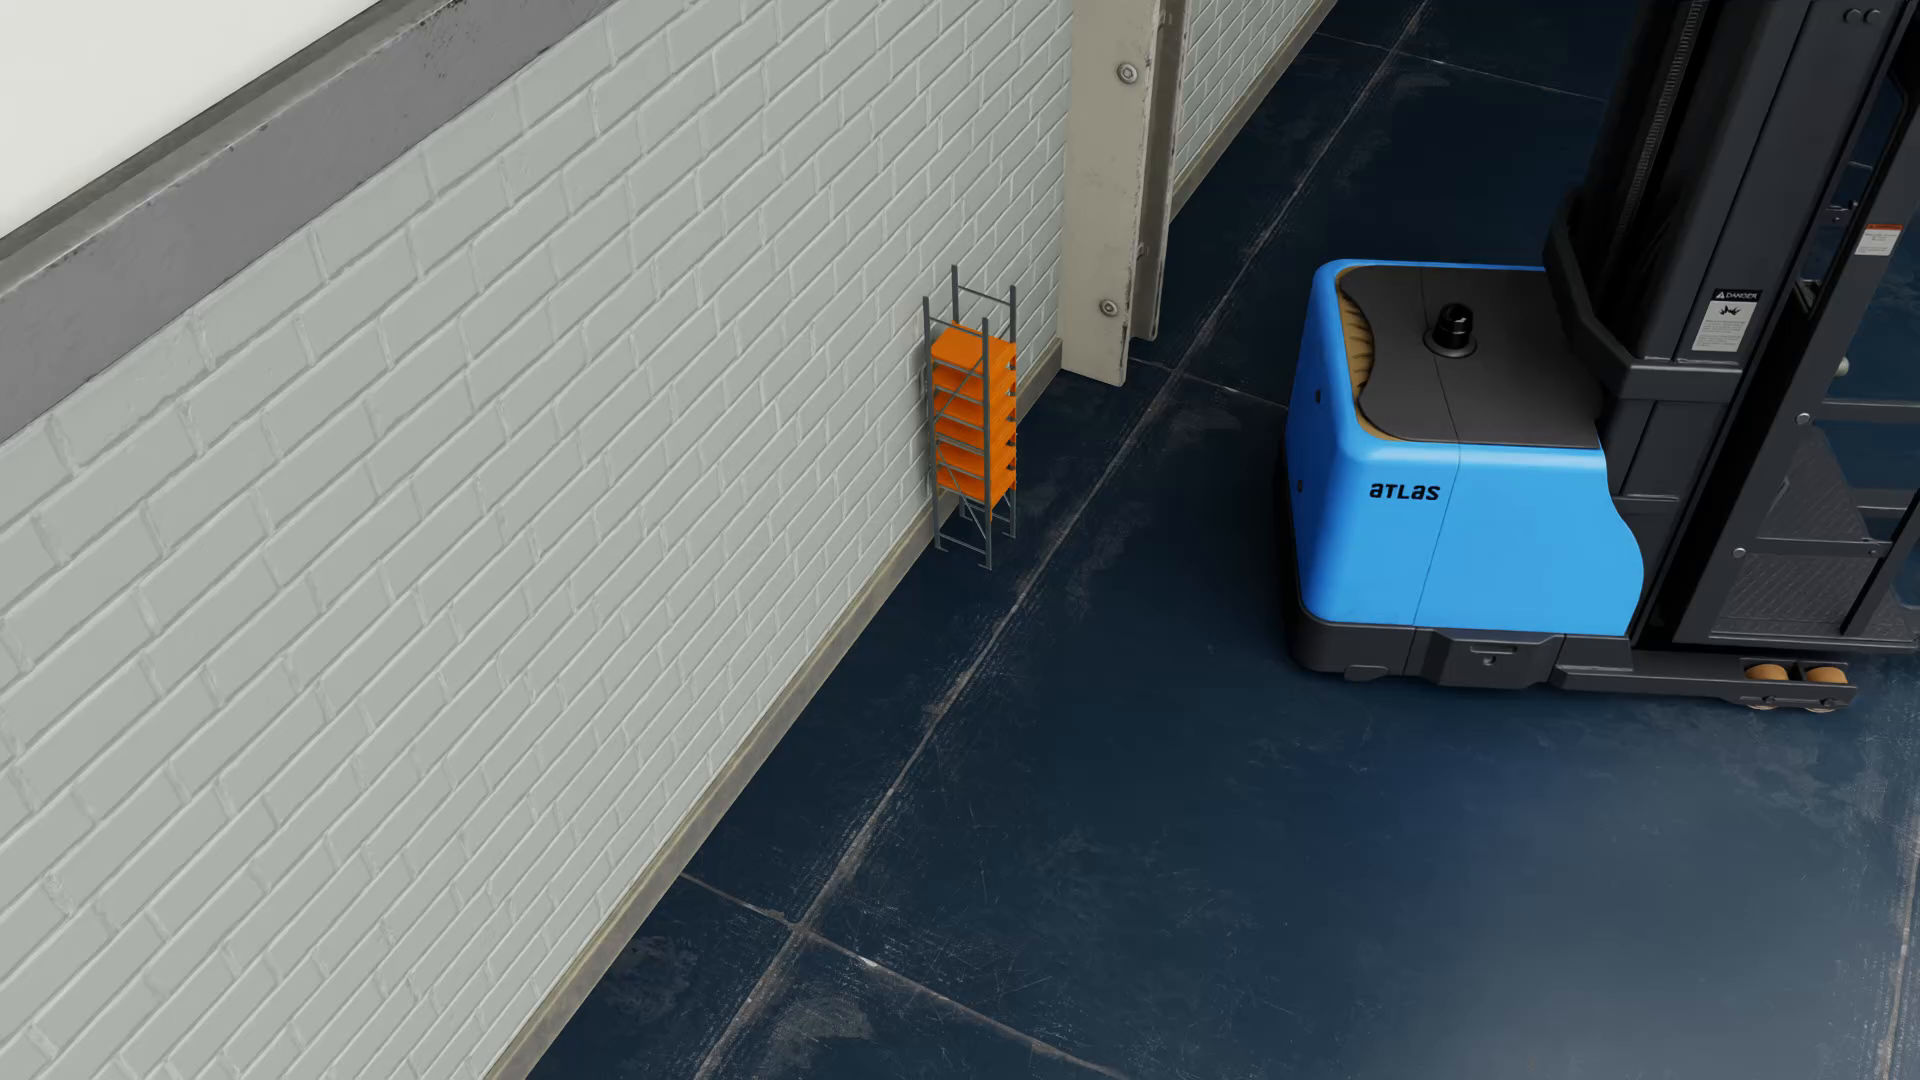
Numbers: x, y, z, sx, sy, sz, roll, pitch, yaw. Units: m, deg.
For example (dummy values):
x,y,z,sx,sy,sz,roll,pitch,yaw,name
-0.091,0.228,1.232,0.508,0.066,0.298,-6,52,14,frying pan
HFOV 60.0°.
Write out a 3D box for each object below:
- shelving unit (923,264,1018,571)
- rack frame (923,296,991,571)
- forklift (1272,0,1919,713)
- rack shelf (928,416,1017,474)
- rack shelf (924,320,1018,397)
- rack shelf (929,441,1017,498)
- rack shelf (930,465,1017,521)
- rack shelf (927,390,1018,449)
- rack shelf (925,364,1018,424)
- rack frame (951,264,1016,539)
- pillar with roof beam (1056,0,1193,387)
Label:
x,y,z,sx,sy,sz,roll,pitch,yaw,name
0.044,-0.395,5.791,0.258,1.200,0.189,22,52,21,shelving unit
-0.002,-0.336,5.739,0.240,1.200,0.006,22,52,21,rack frame
2.681,-0.836,5.015,3.031,2.935,1.130,3,45,3,forklift
0.045,-0.365,5.824,0.258,0.103,0.180,22,52,21,rack shelf
0.037,-0.608,5.558,0.258,0.103,0.180,22,52,21,rack shelf
0.047,-0.284,5.912,0.258,0.103,0.180,22,52,21,rack shelf
0.050,-0.203,6.001,0.258,0.103,0.180,22,52,21,rack shelf
0.042,-0.446,5.735,0.258,0.103,0.180,22,52,21,rack shelf
0.040,-0.527,5.647,0.258,0.103,0.180,22,52,21,rack shelf
0.090,-0.454,5.844,0.240,1.200,0.006,22,52,21,rack frame
4.432,-2.549,2.442,9.100,9.000,0.400,20,49,19,pillar with roof beam
